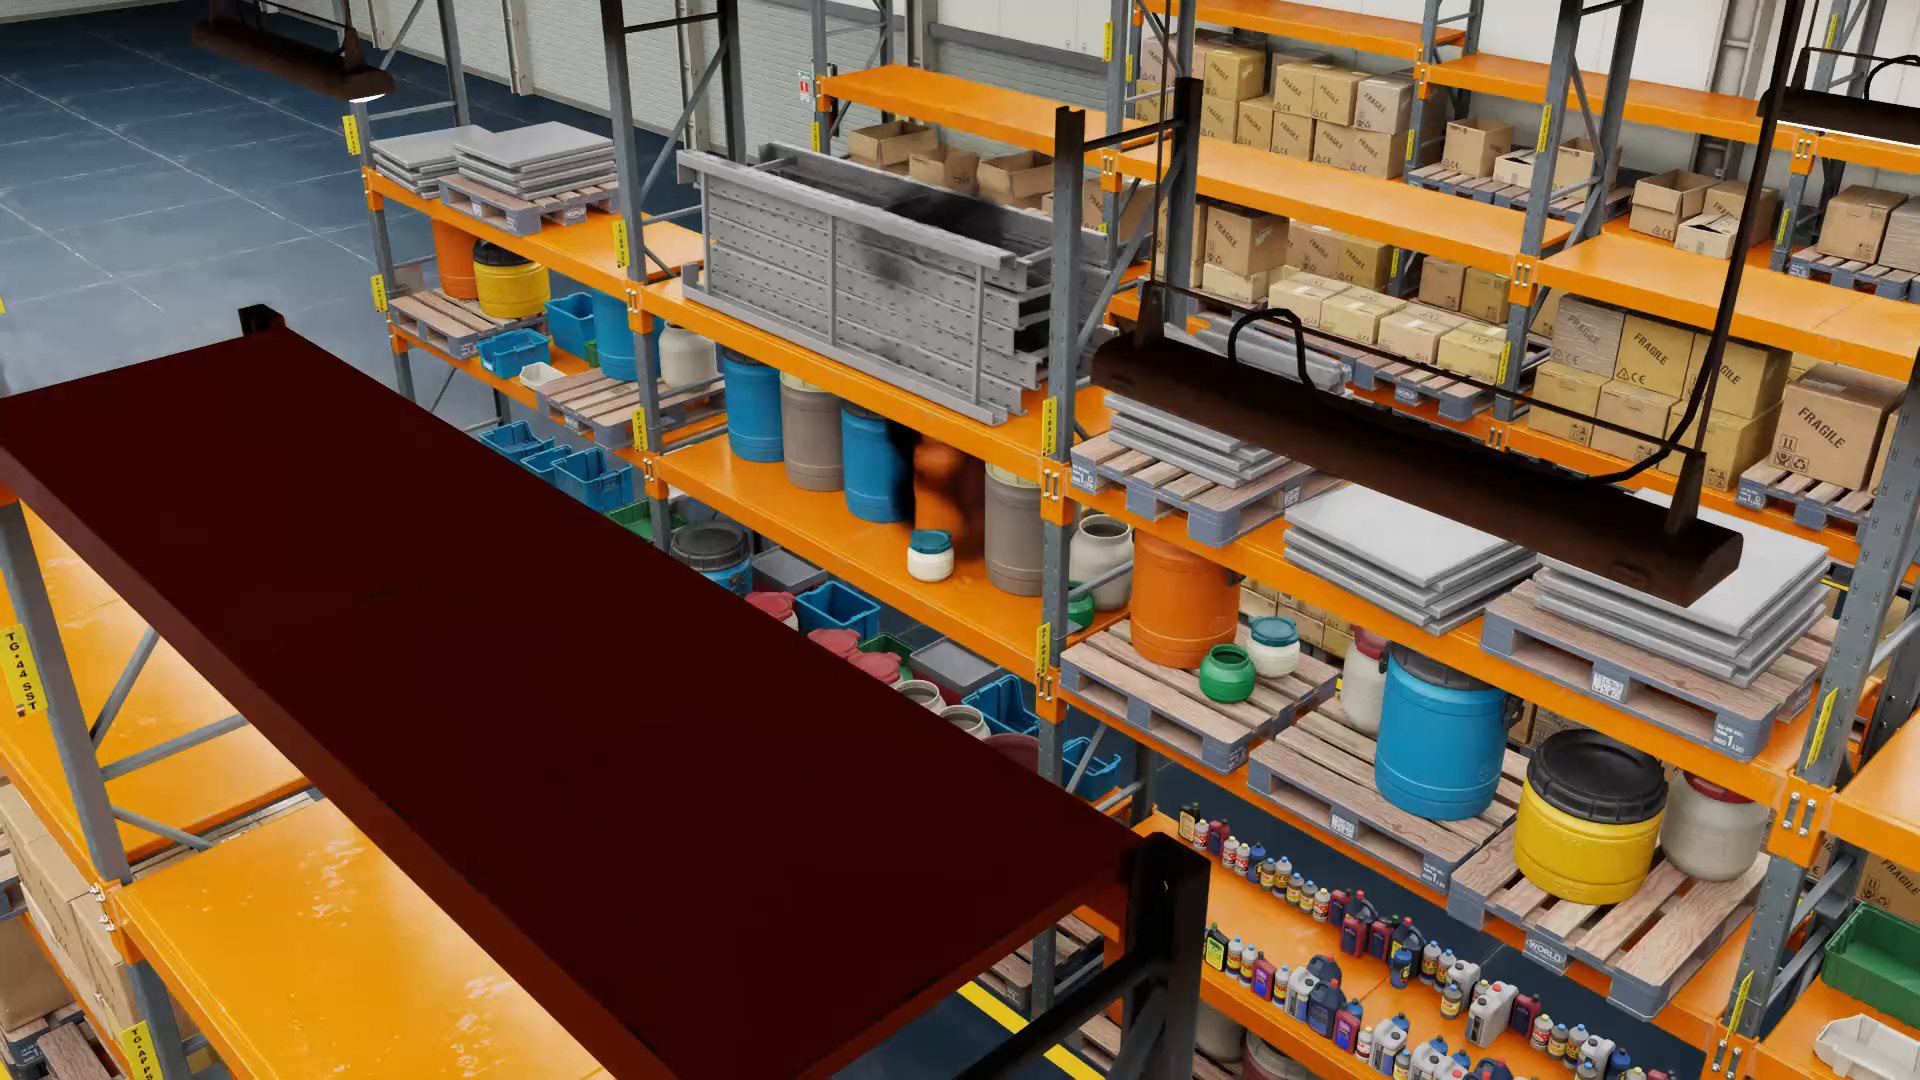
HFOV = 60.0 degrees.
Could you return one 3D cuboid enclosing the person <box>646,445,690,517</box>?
[{"bbox_3d":[-2.822,-0.467,15.973,0.590,1.660,0.573,-24,36,-37],"label":"person"}]
